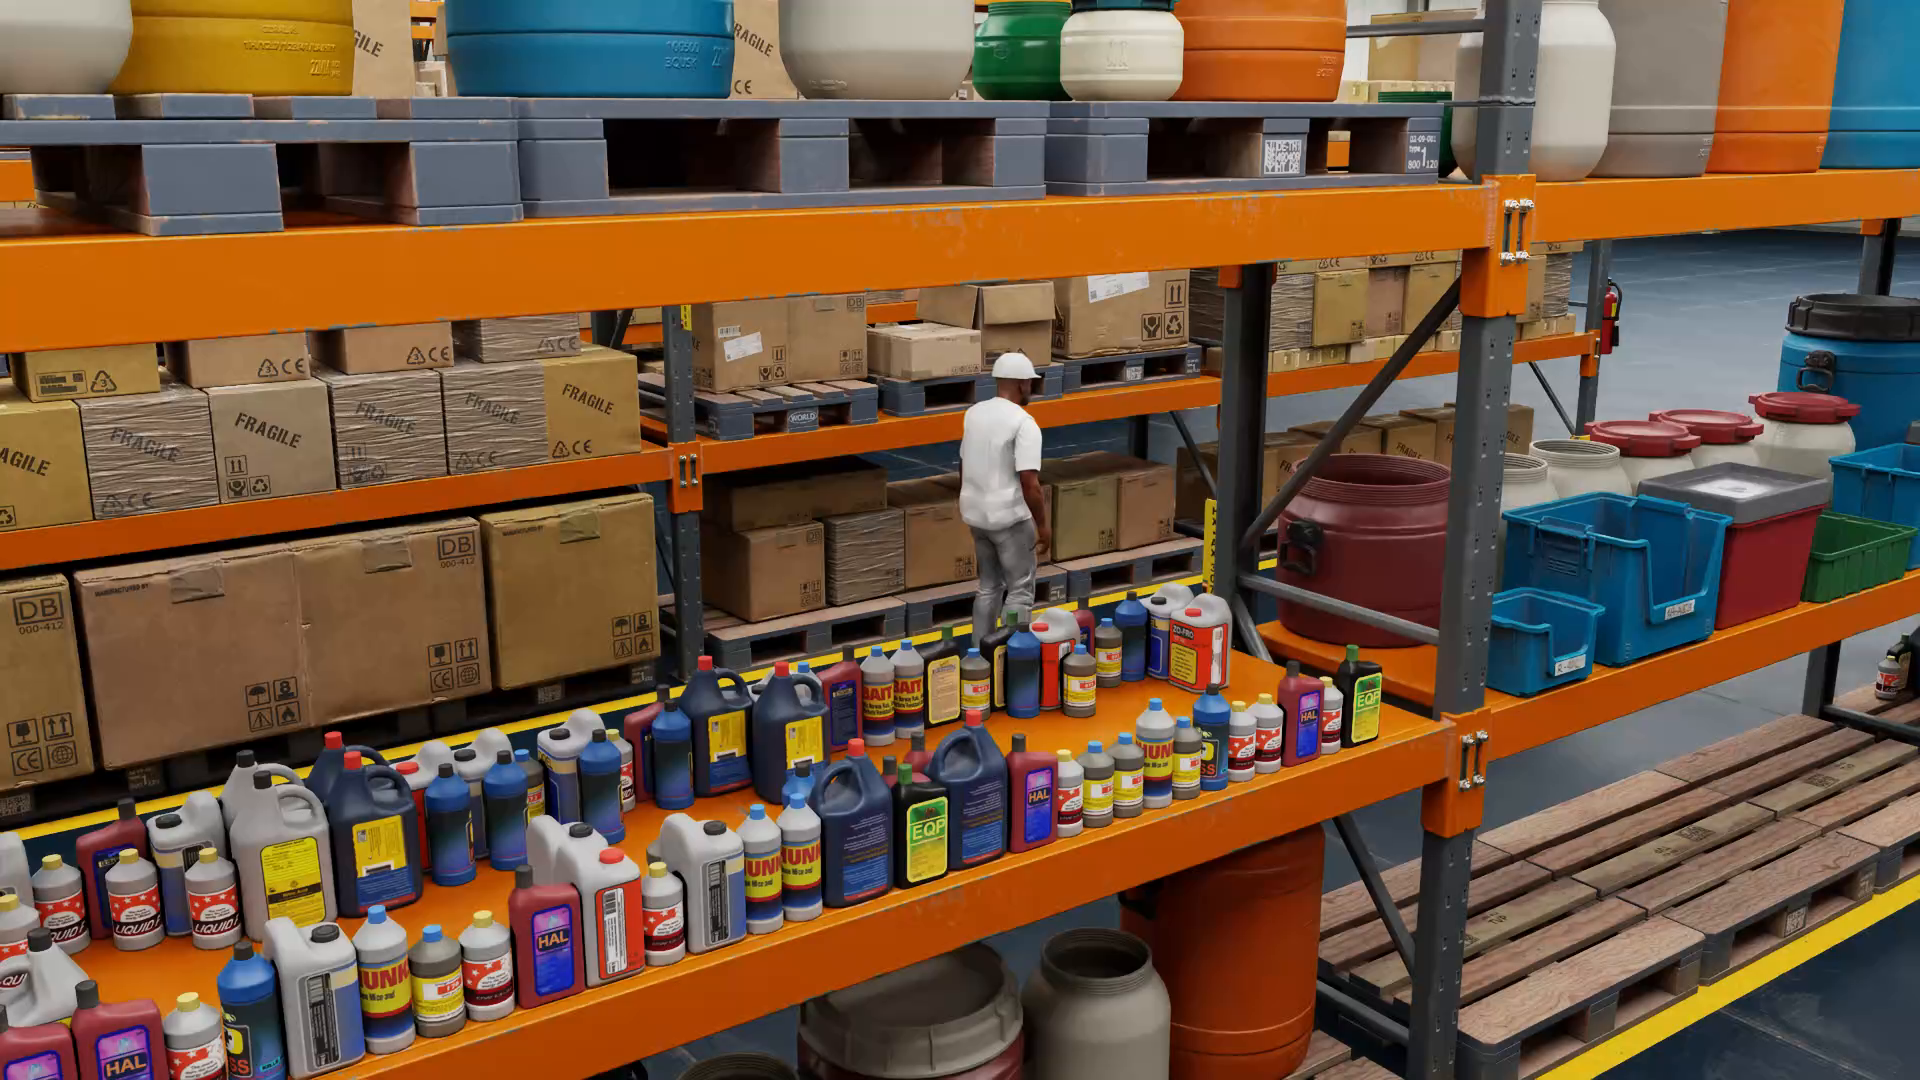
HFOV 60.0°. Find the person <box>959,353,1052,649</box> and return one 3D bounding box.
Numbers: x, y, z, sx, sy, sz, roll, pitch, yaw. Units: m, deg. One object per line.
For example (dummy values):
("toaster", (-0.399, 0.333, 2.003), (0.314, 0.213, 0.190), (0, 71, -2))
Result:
("person", (0.250, -0.127, 8.964), (0.461, 1.760, 0.637), (-11, 18, -36))
